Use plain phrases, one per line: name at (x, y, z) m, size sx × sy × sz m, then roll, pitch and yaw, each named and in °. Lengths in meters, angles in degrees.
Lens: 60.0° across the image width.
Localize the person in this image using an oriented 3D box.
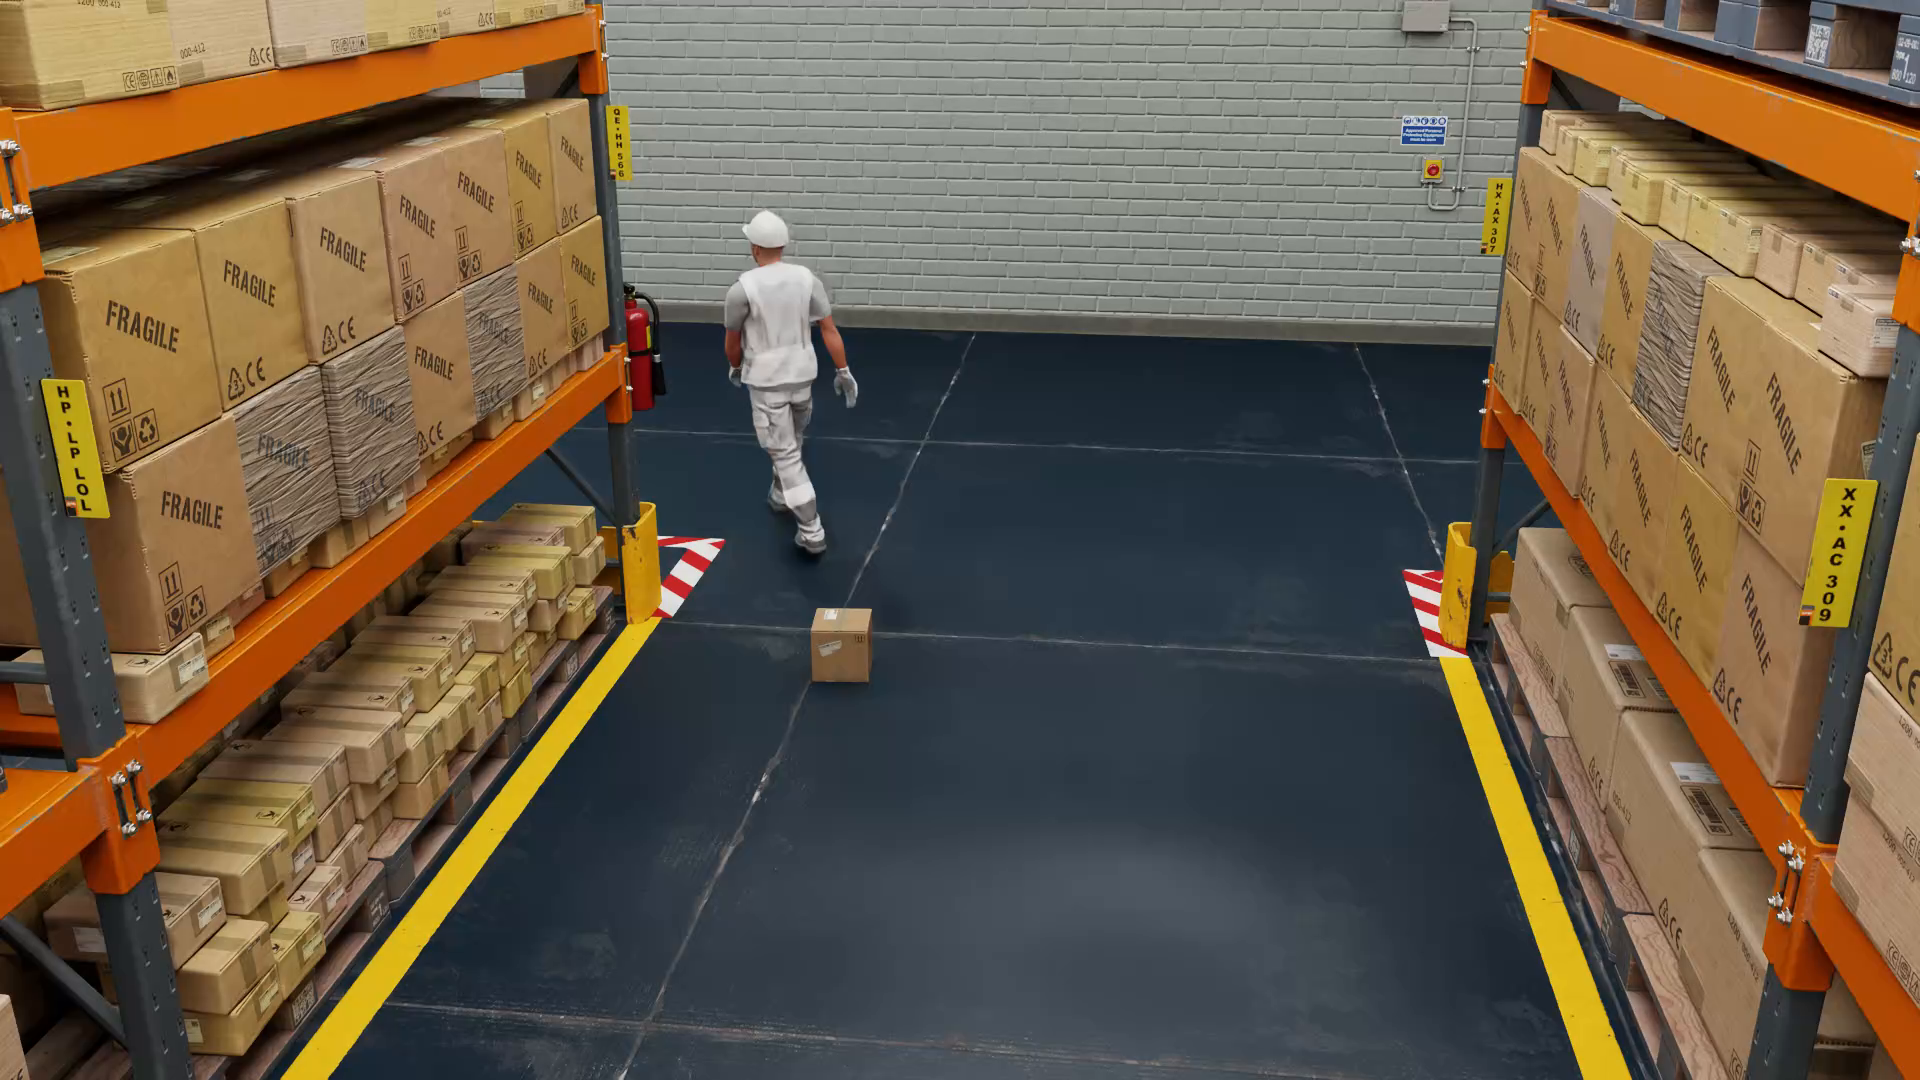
person at (-0.960, -0.875, 8.771) m, size 0.637 × 1.745 × 0.948 m, roll -12°, pitch 24°, yaw -29°
